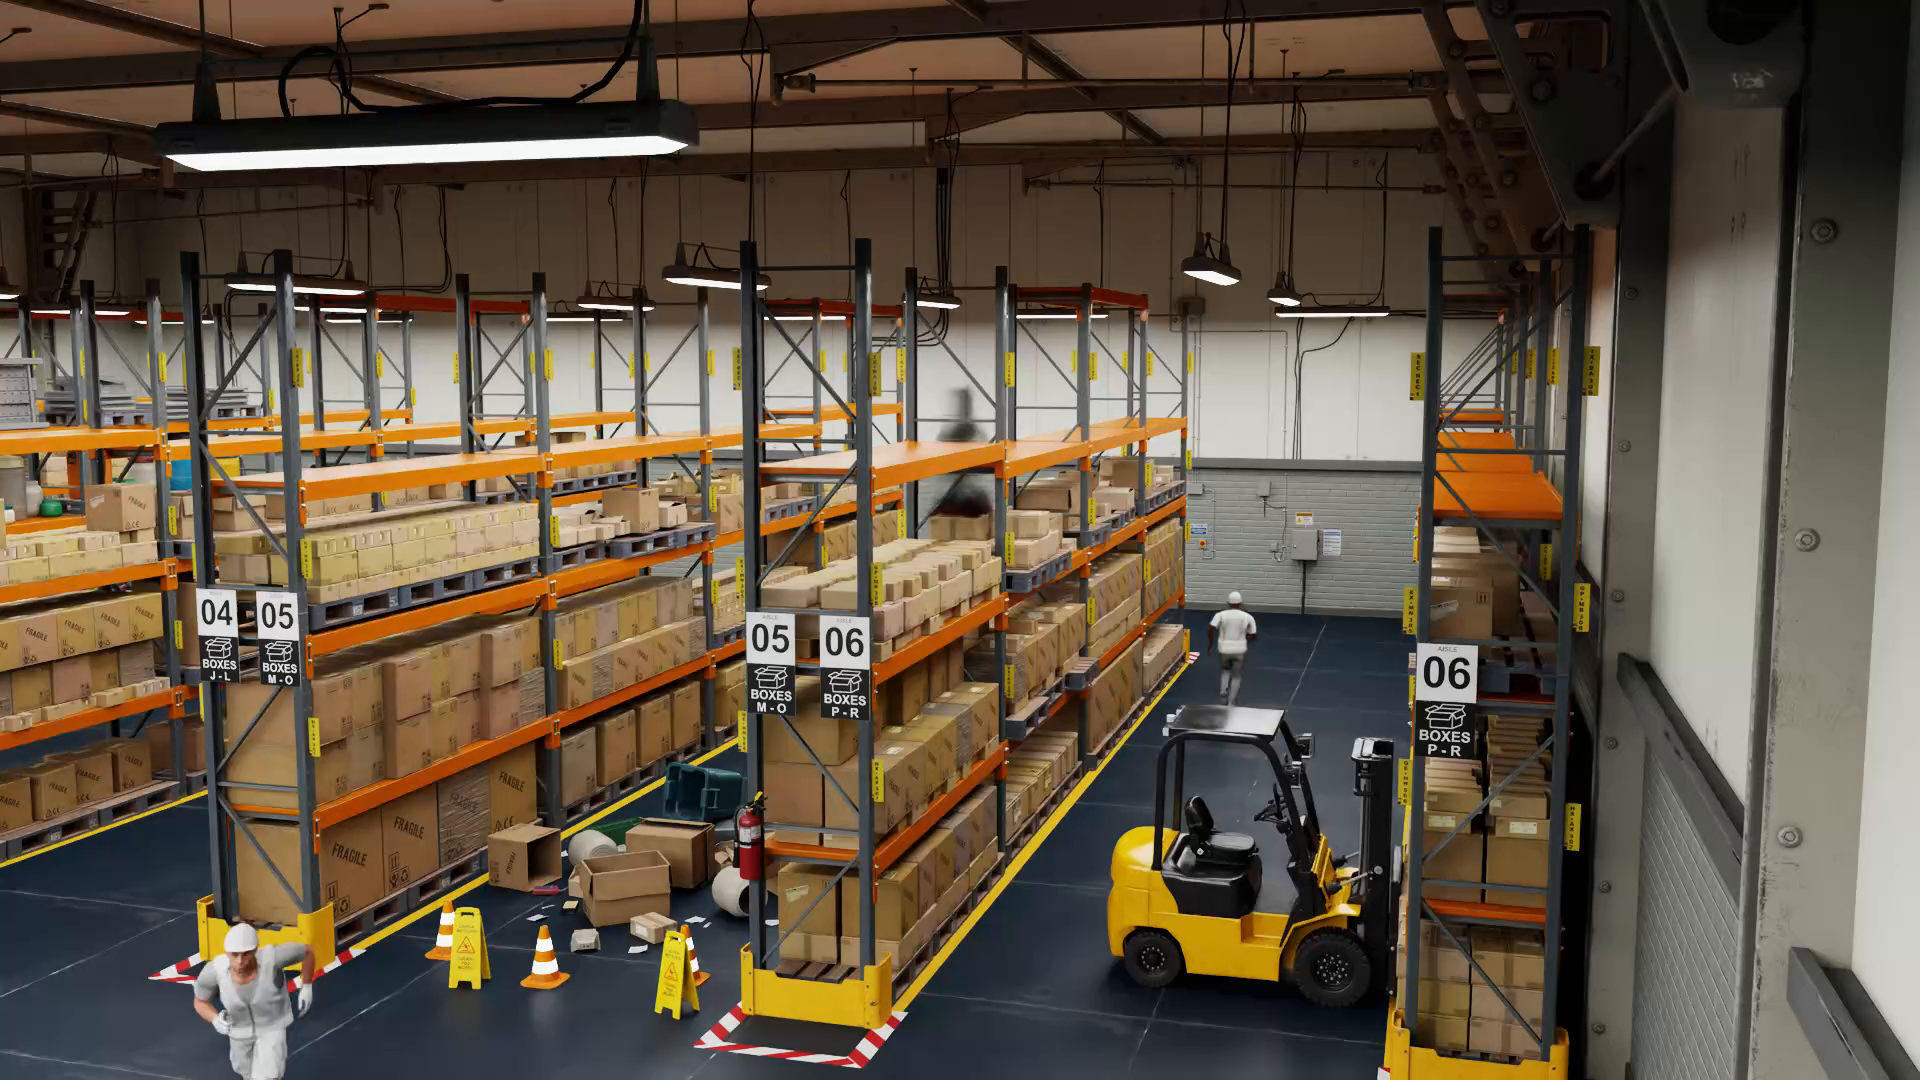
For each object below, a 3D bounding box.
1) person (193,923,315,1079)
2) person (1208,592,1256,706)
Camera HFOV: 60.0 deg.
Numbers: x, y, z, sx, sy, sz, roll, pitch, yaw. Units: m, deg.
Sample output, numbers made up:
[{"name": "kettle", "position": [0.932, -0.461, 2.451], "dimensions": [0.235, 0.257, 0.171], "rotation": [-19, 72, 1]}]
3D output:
[{"name": "person", "position": [-4.468, 3.173, 10.614], "dimensions": [0.705, 1.731, 1.033], "rotation": [-2, 7, -14]}, {"name": "person", "position": [3.948, 1.599, 24.139], "dimensions": [0.682, 1.714, 0.700], "rotation": [2, 7, 13]}]
